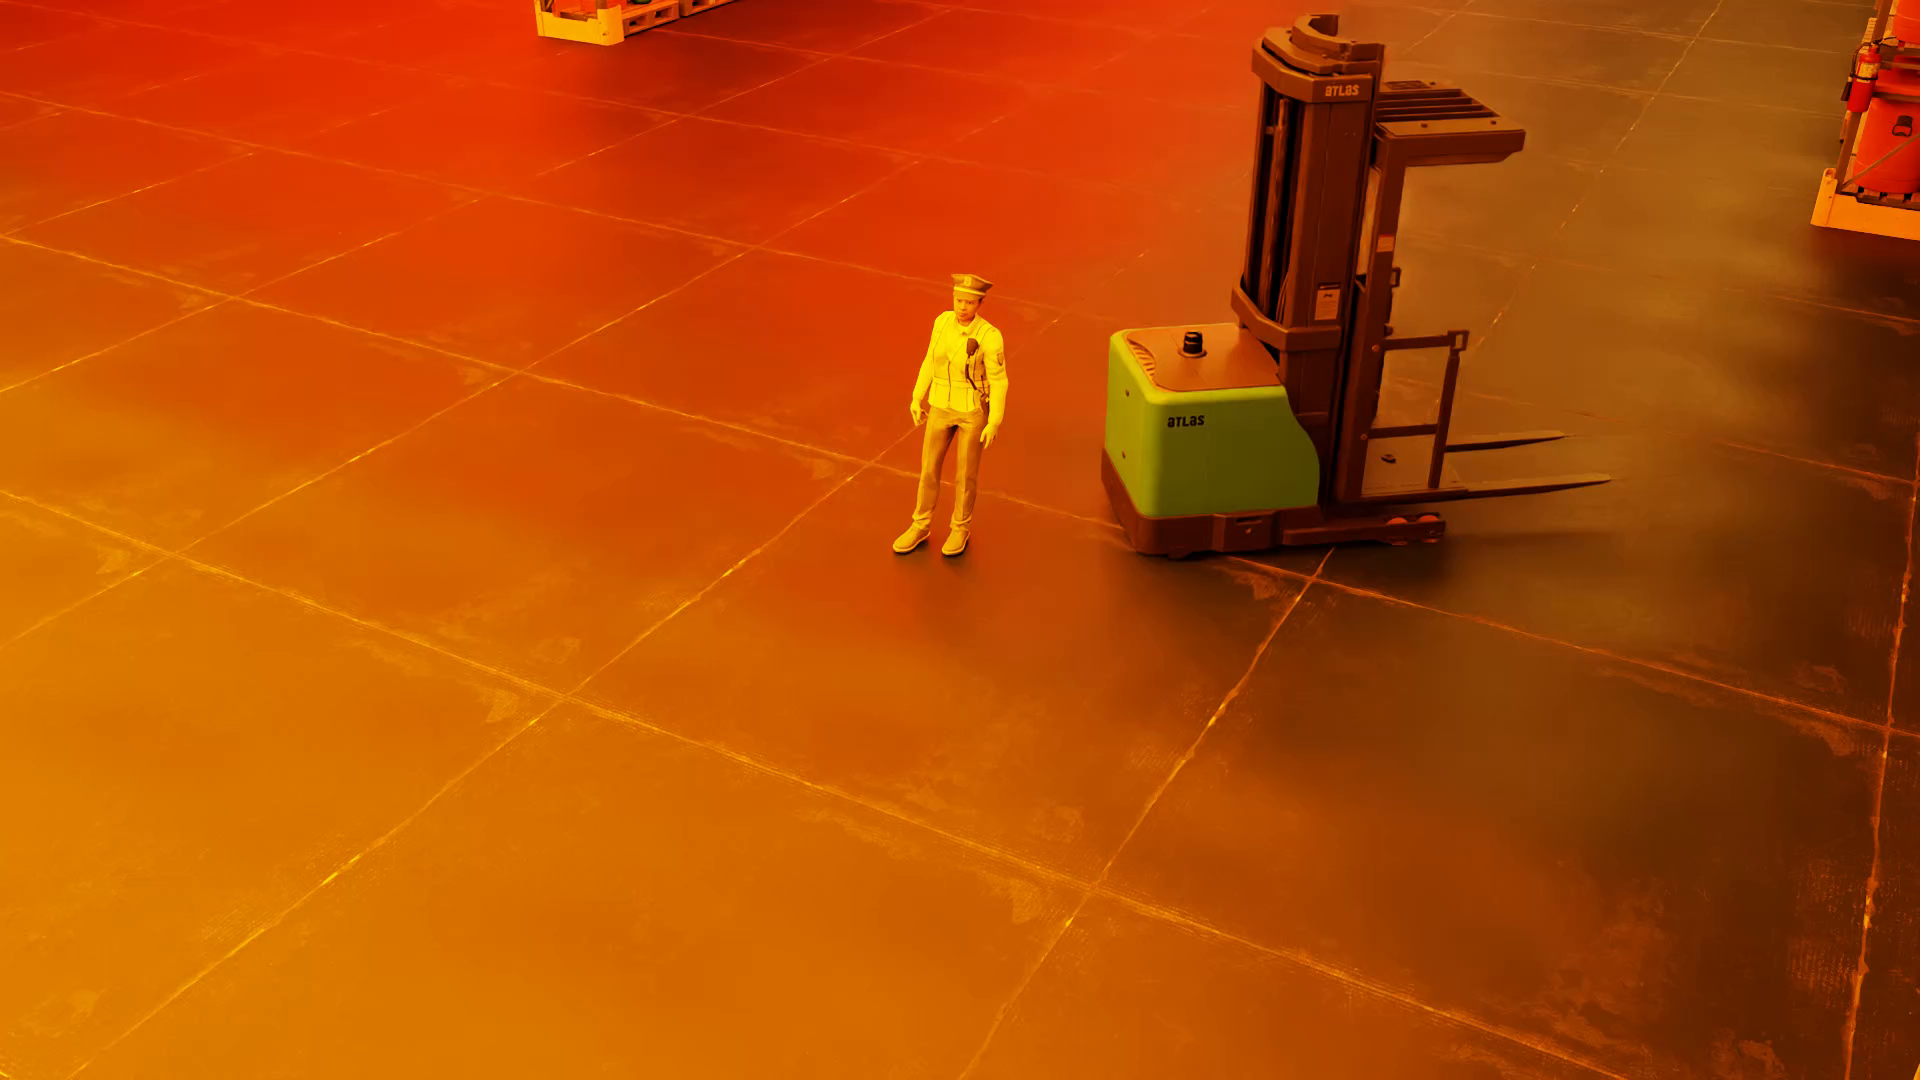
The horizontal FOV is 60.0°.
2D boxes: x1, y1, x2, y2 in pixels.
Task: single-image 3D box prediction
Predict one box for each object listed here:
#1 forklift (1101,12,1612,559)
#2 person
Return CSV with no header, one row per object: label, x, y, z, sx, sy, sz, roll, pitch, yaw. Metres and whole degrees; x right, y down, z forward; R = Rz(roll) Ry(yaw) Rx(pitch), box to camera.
forklift,2.454,-1.491,9.655,3.031,2.935,1.130,-5,30,-8
person,-0.039,-0.711,9.526,0.587,1.694,0.529,15,33,25
